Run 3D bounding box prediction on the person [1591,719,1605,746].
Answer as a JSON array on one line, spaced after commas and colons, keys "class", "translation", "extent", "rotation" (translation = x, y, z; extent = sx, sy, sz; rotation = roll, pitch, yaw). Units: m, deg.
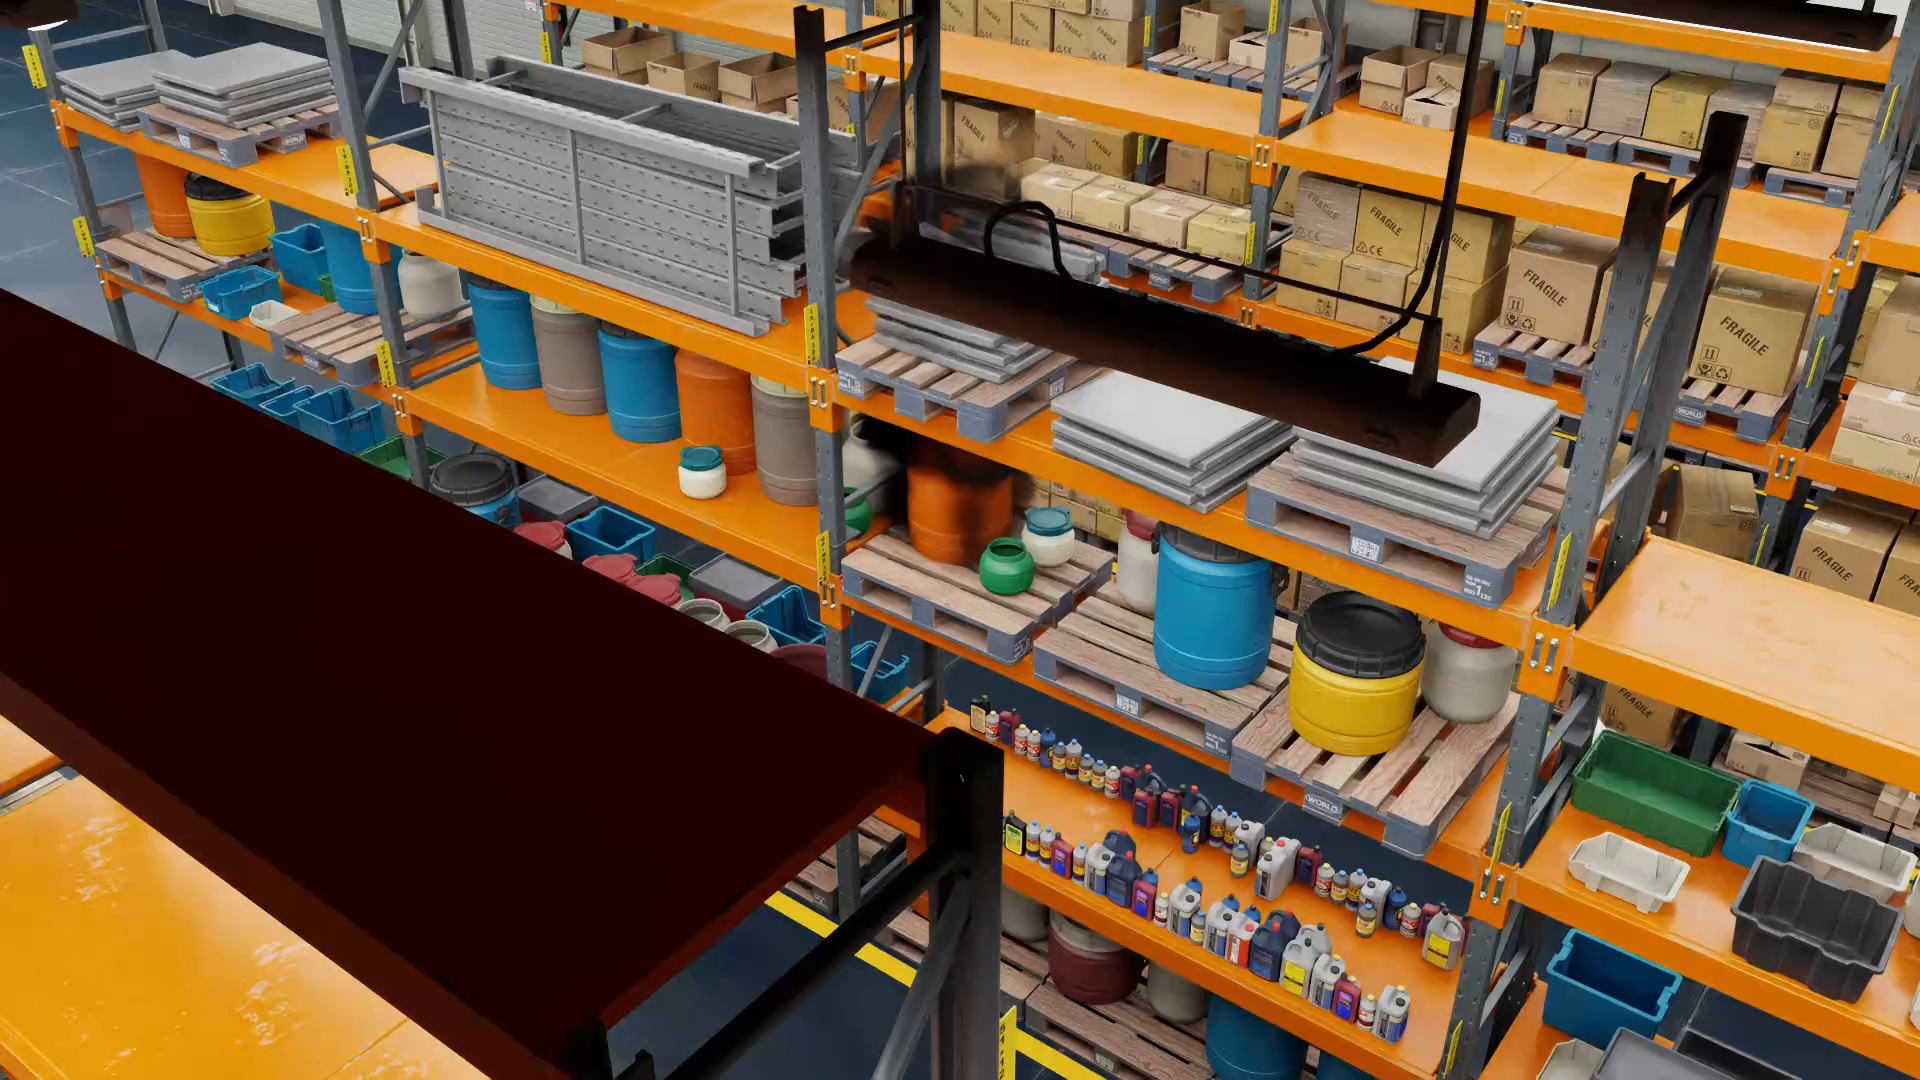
[{"class": "person", "translation": [4.217, 1.567, 10.603], "extent": [0.899, 0.801, 0.658], "rotation": [12, 34, 19]}]
